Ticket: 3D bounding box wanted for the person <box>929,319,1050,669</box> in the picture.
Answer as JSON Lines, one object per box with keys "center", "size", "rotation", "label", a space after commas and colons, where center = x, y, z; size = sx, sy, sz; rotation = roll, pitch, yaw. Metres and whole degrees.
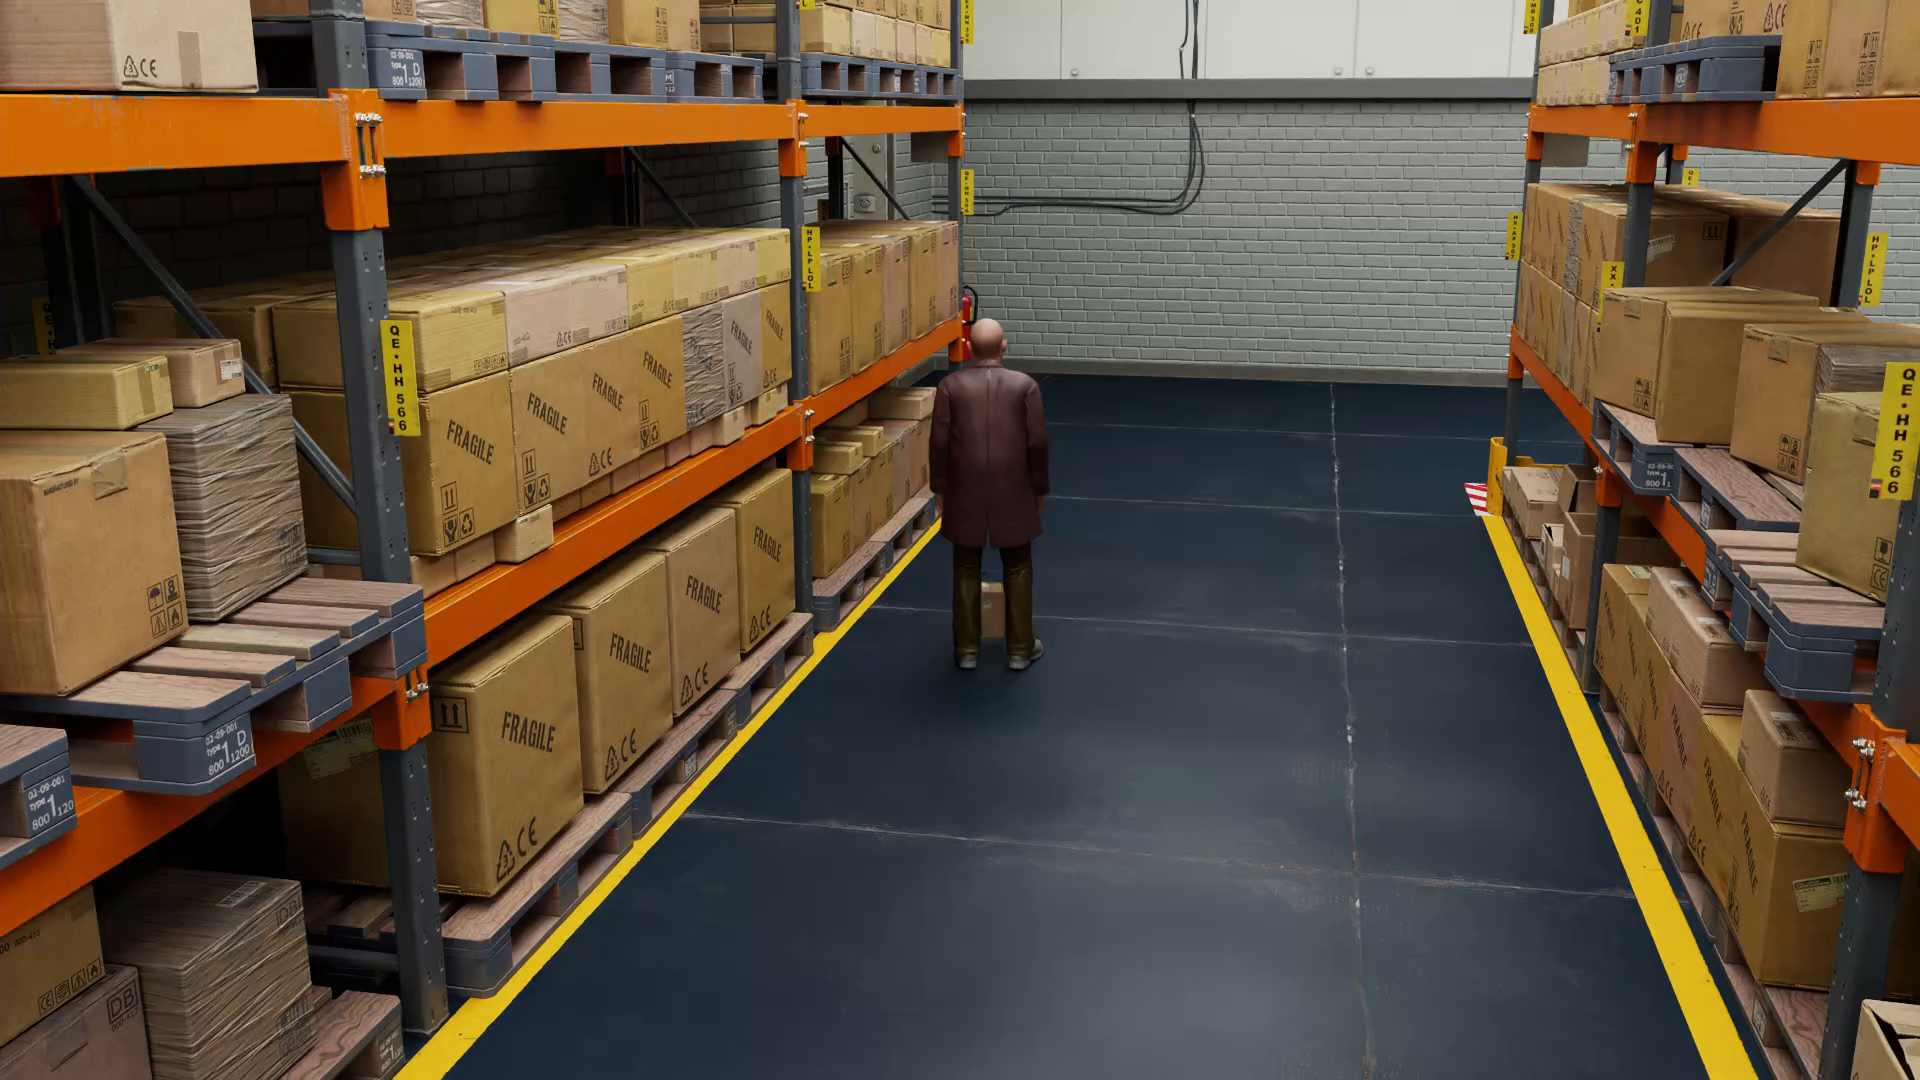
{"center": [0.148, -0.229, 8.426], "size": [0.612, 1.775, 0.426], "rotation": [1, 14, 4], "label": "person"}
